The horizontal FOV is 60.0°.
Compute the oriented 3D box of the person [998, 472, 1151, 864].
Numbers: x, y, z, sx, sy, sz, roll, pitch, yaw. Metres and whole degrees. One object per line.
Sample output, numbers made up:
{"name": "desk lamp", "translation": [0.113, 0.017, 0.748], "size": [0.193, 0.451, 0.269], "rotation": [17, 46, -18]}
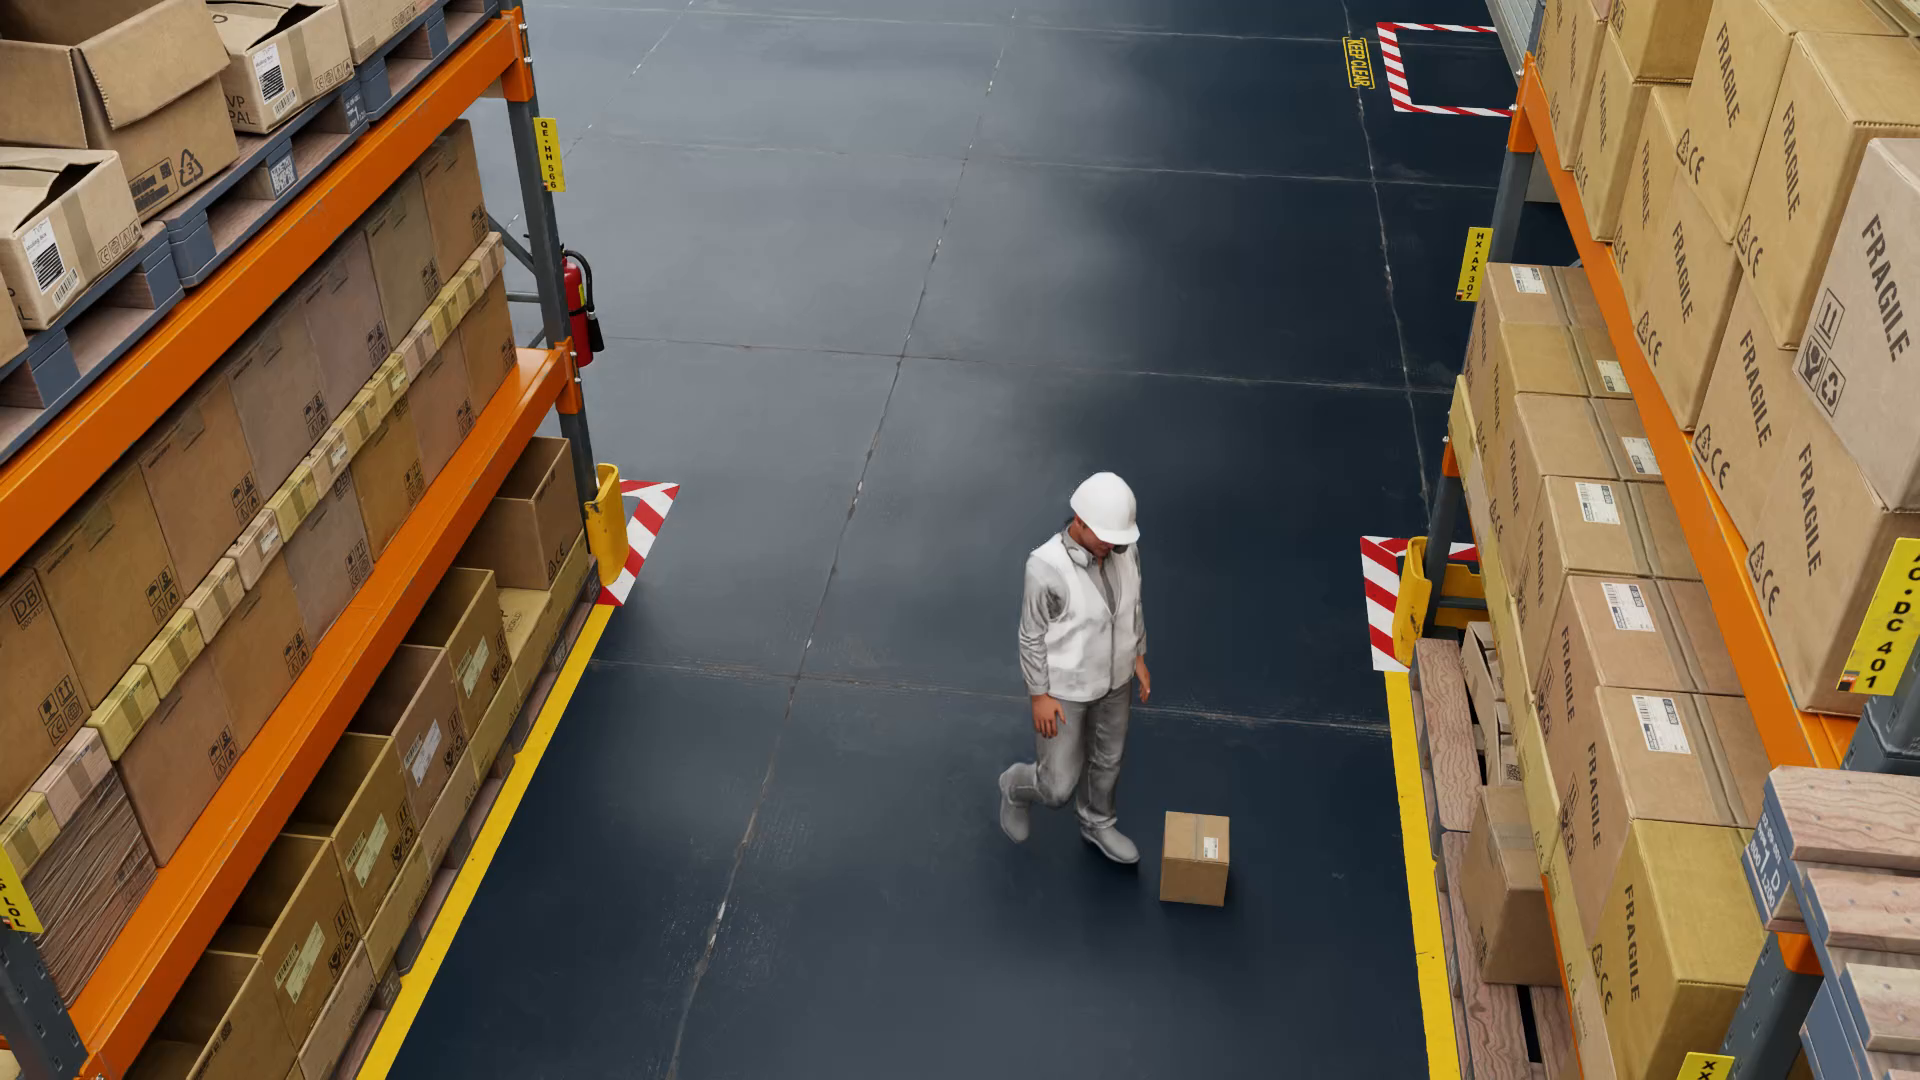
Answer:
{"name": "person", "translation": [0.458, 0.506, 6.298], "size": [0.567, 1.769, 0.562], "rotation": [-24, 42, -29]}
